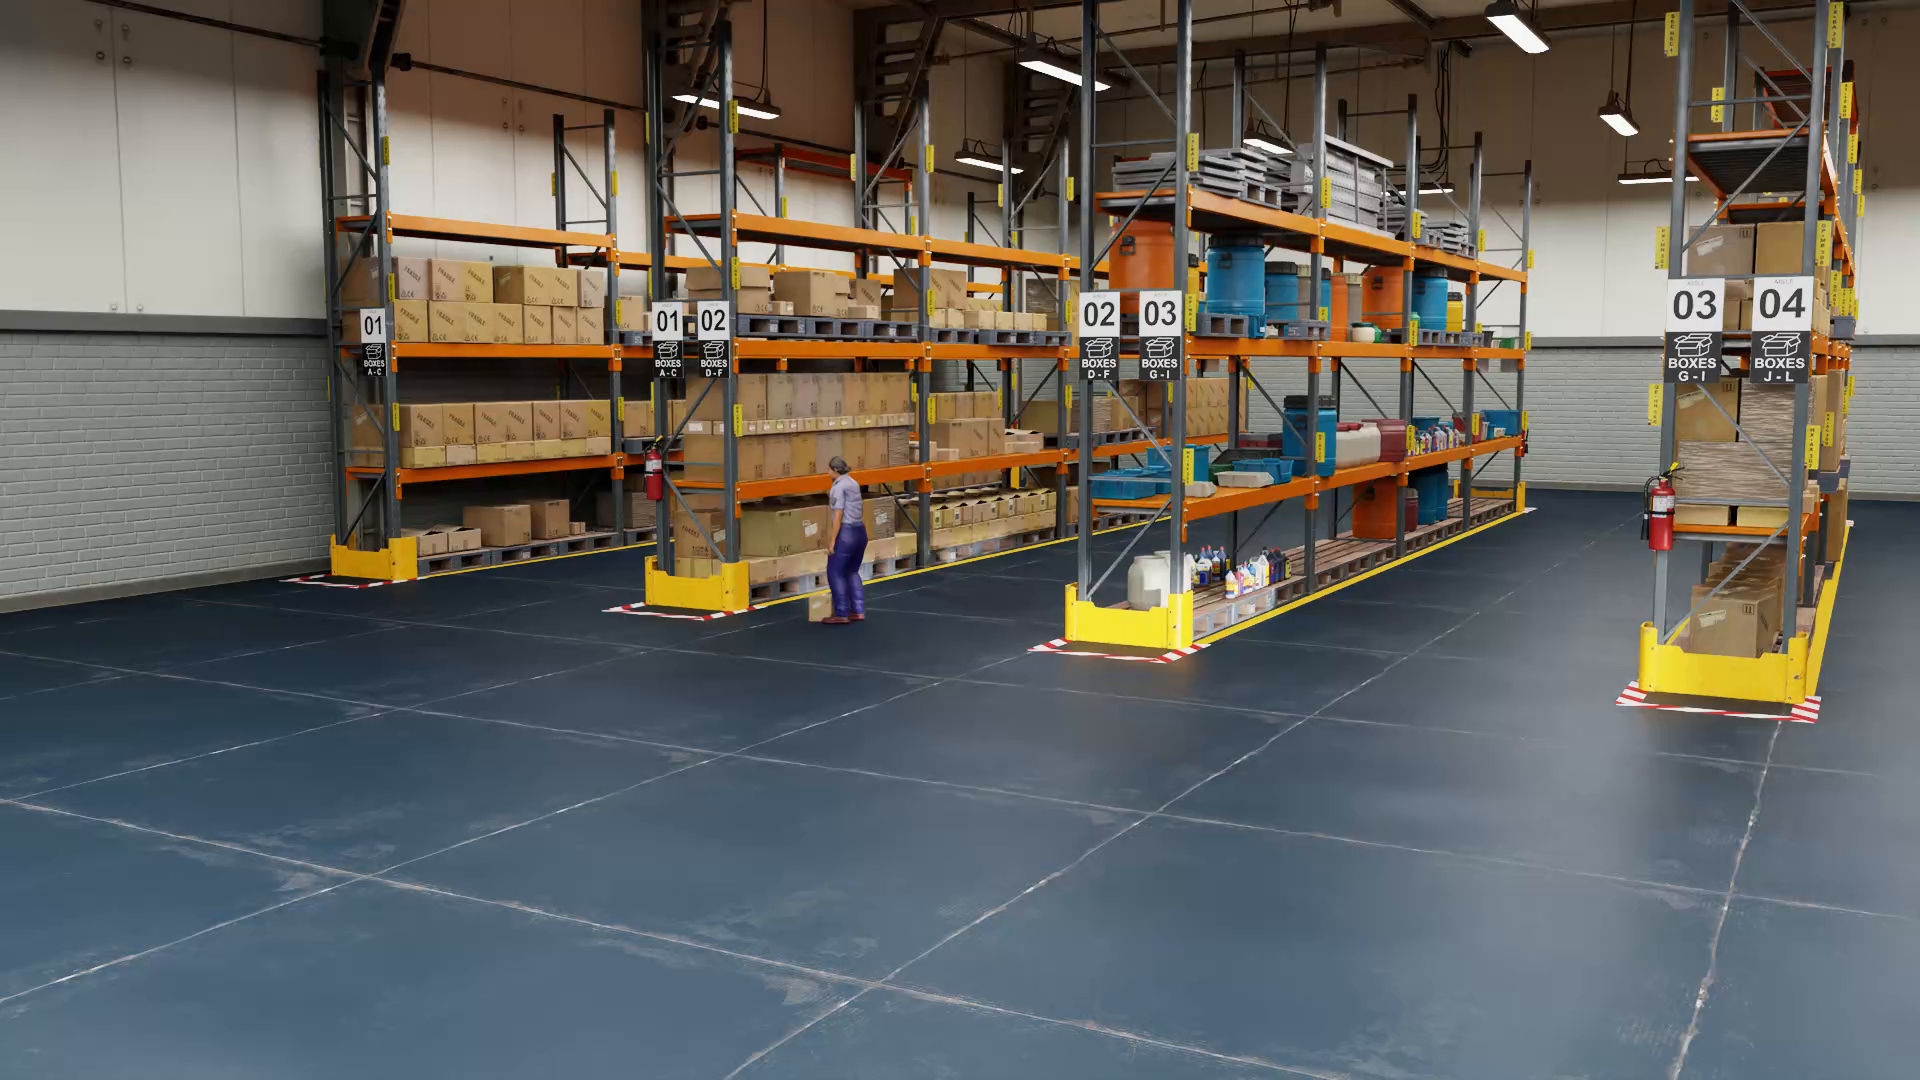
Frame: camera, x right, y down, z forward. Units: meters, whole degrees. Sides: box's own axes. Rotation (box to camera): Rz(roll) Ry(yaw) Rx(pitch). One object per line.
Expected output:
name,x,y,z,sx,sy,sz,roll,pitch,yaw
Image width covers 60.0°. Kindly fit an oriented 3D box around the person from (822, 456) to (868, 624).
person,-1.133,-0.005,16.476,0.376,1.646,0.549,3,7,26
